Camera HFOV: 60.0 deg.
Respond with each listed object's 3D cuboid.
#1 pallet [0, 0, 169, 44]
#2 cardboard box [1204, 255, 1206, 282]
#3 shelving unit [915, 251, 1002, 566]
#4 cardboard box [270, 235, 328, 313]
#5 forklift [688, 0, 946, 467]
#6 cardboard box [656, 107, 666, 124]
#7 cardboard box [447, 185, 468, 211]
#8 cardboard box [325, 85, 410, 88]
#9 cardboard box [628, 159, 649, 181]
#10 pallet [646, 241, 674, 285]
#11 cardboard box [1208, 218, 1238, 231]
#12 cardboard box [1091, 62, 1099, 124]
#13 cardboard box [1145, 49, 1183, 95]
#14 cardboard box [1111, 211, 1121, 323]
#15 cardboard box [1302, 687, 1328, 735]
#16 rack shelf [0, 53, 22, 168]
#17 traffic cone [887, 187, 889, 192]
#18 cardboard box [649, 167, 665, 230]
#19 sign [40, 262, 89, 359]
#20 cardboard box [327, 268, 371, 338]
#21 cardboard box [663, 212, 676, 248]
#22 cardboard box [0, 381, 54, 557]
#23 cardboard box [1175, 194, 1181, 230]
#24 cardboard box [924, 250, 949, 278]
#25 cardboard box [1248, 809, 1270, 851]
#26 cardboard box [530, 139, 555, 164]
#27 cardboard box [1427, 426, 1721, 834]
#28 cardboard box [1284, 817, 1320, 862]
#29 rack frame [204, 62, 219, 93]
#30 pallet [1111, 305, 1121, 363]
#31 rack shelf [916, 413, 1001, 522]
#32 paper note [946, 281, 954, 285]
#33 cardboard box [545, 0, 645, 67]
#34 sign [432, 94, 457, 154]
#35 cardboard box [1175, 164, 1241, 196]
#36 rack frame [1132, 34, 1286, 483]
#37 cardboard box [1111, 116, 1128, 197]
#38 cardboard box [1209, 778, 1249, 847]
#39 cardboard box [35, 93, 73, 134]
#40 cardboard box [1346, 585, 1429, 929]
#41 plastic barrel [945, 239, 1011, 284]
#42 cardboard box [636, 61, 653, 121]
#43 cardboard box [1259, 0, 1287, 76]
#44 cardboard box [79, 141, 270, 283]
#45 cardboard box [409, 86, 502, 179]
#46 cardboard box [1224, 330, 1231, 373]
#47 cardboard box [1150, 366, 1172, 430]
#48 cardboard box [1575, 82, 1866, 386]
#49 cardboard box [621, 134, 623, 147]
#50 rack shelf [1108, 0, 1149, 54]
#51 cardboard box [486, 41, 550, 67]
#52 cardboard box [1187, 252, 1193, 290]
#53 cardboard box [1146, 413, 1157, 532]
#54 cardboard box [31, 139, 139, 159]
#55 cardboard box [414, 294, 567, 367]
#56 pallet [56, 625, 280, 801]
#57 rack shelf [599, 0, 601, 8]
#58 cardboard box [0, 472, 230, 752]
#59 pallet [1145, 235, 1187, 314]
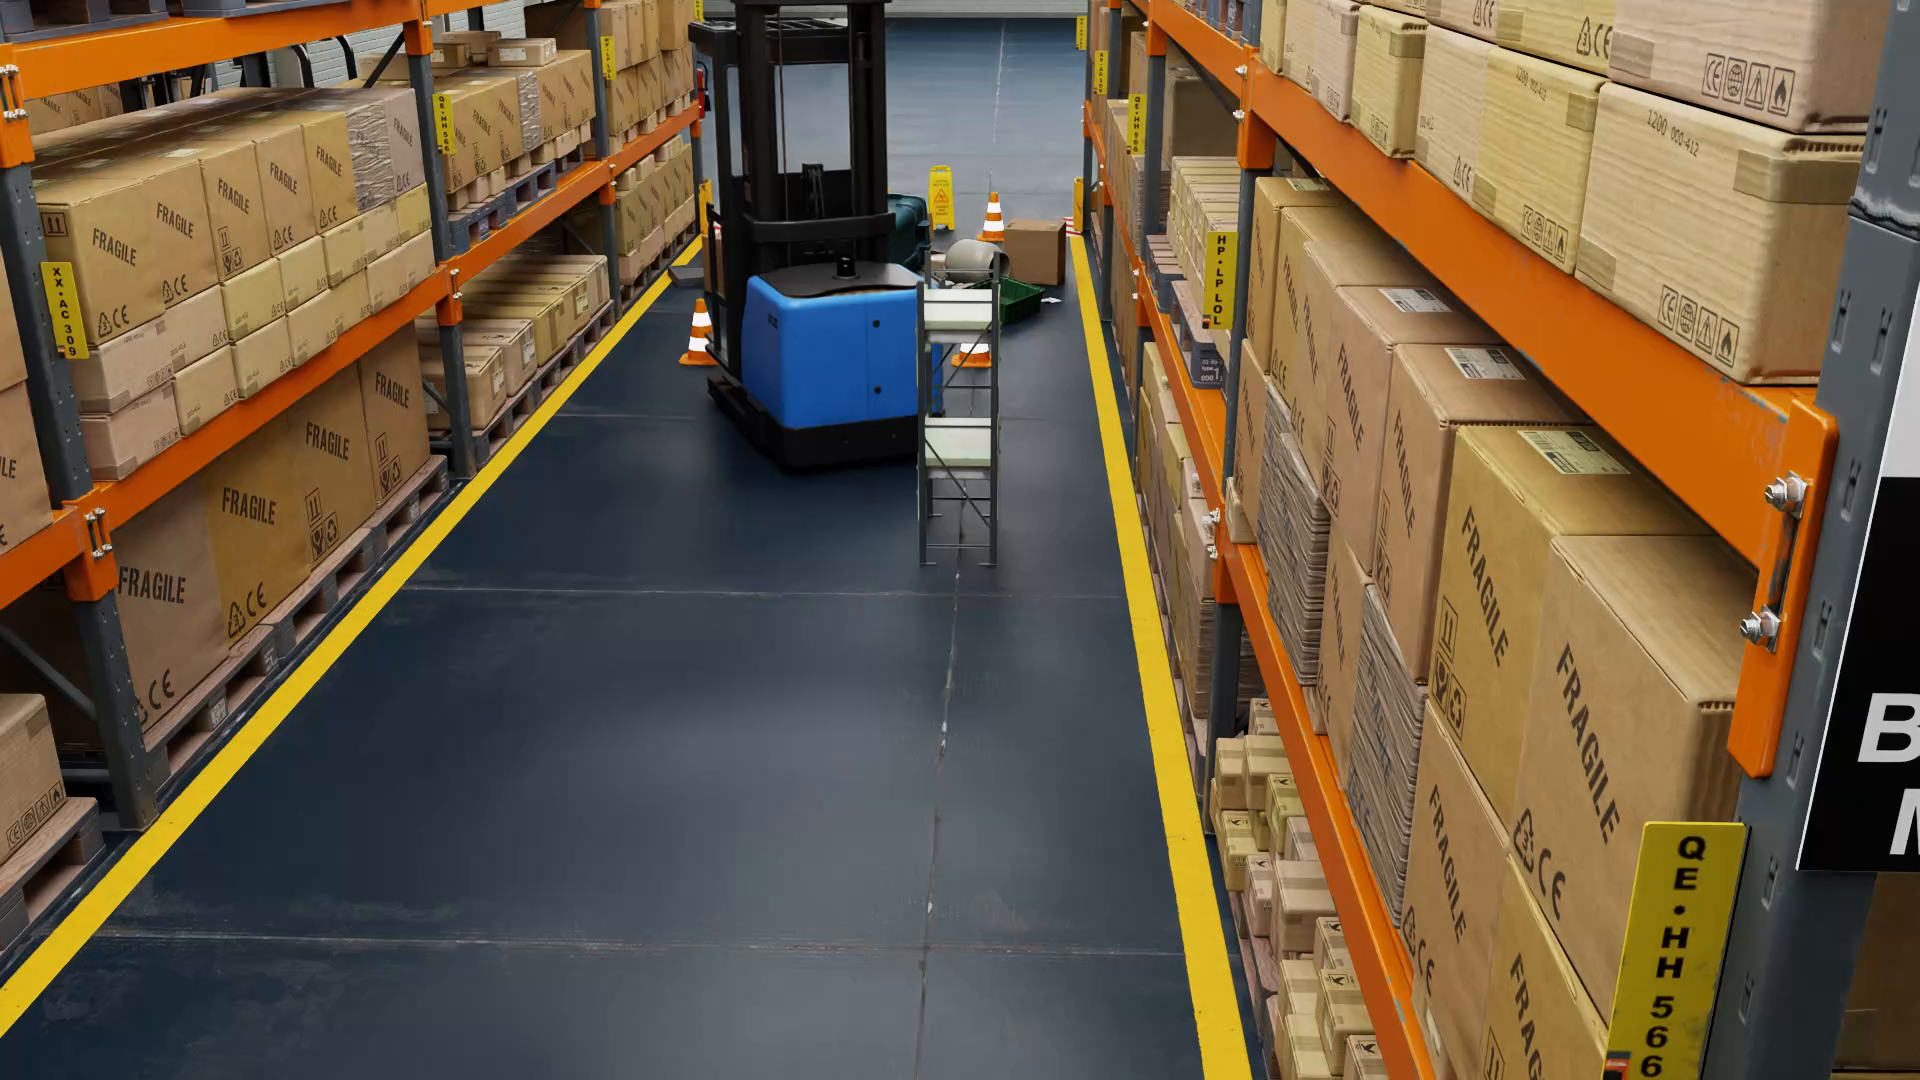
[{"bbox_3d":[-3.560,-1.970,6.076,0.805,0.209,1.217,0,21,-1],"label":"pallet"},{"bbox_3d":[1.263,-1.151,7.203,0.380,0.149,0.250,1,21,2],"label":"cardboard box"},{"bbox_3d":[0.000,-0.702,8.764,0.431,1.500,0.755,1,21,2],"label":"shelving unit"},{"bbox_3d":[-3.200,-1.201,7.495,0.500,0.250,0.500,0,21,0],"label":"cardboard box"},{"bbox_3d":[-1.098,-2.304,10.915,1.130,2.935,3.031,-8,23,-20],"label":"forklift"},{"bbox_3d":[-2.940,-3.949,15.408,0.380,0.149,0.250,0,21,1],"label":"cardboard box"},{"bbox_3d":[-3.179,-2.071,9.986,0.380,0.149,0.250,-1,21,-2],"label":"cardboard box"},{"bbox_3d":[-3.676,-2.510,10.222,0.500,0.500,0.500,0,21,1],"label":"cardboard box"},{"bbox_3d":[-2.930,-3.228,14.488,0.380,0.149,0.250,1,21,4],"label":"cardboard box"},{"bbox_3d":[-3.276,-2.606,15.455,1.003,0.211,1.213,1,21,2],"label":"pallet"},{"bbox_3d":[1.270,-1.285,7.138,0.380,0.149,0.250,0,21,-1],"label":"cardboard box"},{"bbox_3d":[1.674,-4.184,15.459,0.875,0.550,0.550,1,21,2],"label":"cardboard box"},{"bbox_3d":[1.600,-2.985,11.055,0.700,0.500,0.500,0,21,1],"label":"cardboard box"},{"bbox_3d":[1.726,-2.125,12.887,1.050,0.750,0.750,1,21,1],"label":"cardboard box"},{"bbox_3d":[1.085,0.382,4.245,0.380,0.149,0.250,2,21,4],"label":"cardboard box"},{"bbox_3d":[-3.600,-0.668,3.453,1.077,0.370,4.000,1,21,2],"label":"rack shelf"},{"bbox_3d":[-0.778,-3.426,17.218,0.336,0.463,0.334,1,21,2],"label":"traffic cone"},{"bbox_3d":[-2.986,-3.076,14.994,0.500,0.500,0.500,2,21,4],"label":"cardboard box"},{"bbox_3d":[-2.984,-0.763,5.543,0.100,0.325,0.005,1,21,2],"label":"sign"},{"bbox_3d":[-3.204,-1.152,8.059,0.500,0.250,0.500,0,21,1],"label":"cardboard box"},{"bbox_3d":[-2.963,-2.909,15.601,0.500,0.250,0.500,0,21,0],"label":"cardboard box"},{"bbox_3d":[-3.297,-0.205,5.271,0.500,0.500,0.500,1,21,2],"label":"cardboard box"},{"bbox_3d":[1.312,-1.703,8.628,0.380,0.149,0.250,2,21,4],"label":"cardboard box"},{"bbox_3d":[-0.133,-2.570,15.286,0.396,0.266,0.258,4,22,11],"label":"cardboard box"},{"bbox_3d":[1.163,0.904,5.501,0.380,0.149,0.250,1,21,2],"label":"cardboard box"},{"bbox_3d":[-3.081,-2.742,11.715,0.380,0.149,0.250,1,21,2],"label":"cardboard box"},{"bbox_3d":[1.071,0.133,2.608,0.500,0.500,0.500,0,21,0],"label":"cardboard box"},{"bbox_3d":[1.183,0.953,4.964,0.380,0.149,0.250,0,21,0],"label":"cardboard box"},{"bbox_3d":[-8.135,-4.721,17.048,1.000,3.000,0.127,1,21,2],"label":"rack frame"},{"bbox_3d":[1.707,-1.623,12.921,1.003,0.211,1.213,1,21,2],"label":"pallet"},{"bbox_3d":[0.000,-0.398,8.882,0.431,0.370,0.720,1,21,2],"label":"rack shelf"},{"bbox_3d":[-0.132,-2.326,14.993,0.172,0.023,0.155,8,23,20],"label":"paper note"},{"bbox_3d":[-3.028,-4.214,13.810,0.700,0.500,0.500,1,21,2],"label":"cardboard box"},{"bbox_3d":[-2.862,-2.310,9.234,0.100,0.325,0.005,1,21,2],"label":"sign"},{"bbox_3d":[1.321,-1.851,8.596,0.380,0.149,0.250,0,21,0],"label":"cardboard box"},{"bbox_3d":[1.534,-1.757,9.410,1.000,3.000,0.127,1,21,2],"label":"rack frame"},{"bbox_3d":[1.338,-2.699,11.700,0.500,0.500,0.500,1,21,1],"label":"cardboard box"},{"bbox_3d":[1.080,0.951,5.792,0.380,0.149,0.250,0,21,-1],"label":"cardboard box"},{"bbox_3d":[-7.983,-3.667,14.195,0.500,0.500,0.500,1,21,3],"label":"cardboard box"},{"bbox_3d":[1.073,0.416,3.262,0.500,0.500,0.500,1,21,2],"label":"cardboard box"},{"bbox_3d":[0.157,-2.429,14.704,0.512,0.421,0.421,18,27,38],"label":"plastic barrel"},{"bbox_3d":[-2.983,-3.925,14.450,0.500,0.500,0.500,0,21,1],"label":"cardboard box"},{"bbox_3d":[1.134,-1.475,4.743,0.500,0.250,0.500,2,21,4],"label":"cardboard box"},{"bbox_3d":[-3.232,-1.363,6.874,0.500,0.500,0.500,0,21,0],"label":"cardboard box"},{"bbox_3d":[-3.163,-2.504,10.207,0.500,0.500,0.500,2,21,4],"label":"cardboard box"},{"bbox_3d":[1.243,-0.719,6.502,0.380,0.149,0.250,1,21,1],"label":"cardboard box"},{"bbox_3d":[1.255,-0.707,8.542,0.500,0.250,0.500,0,21,1],"label":"cardboard box"},{"bbox_3d":[1.040,-0.360,1.871,0.500,0.250,0.500,0,21,0],"label":"cardboard box"},{"bbox_3d":[-3.009,-3.306,13.750,0.380,0.149,0.250,1,21,3],"label":"cardboard box"},{"bbox_3d":[1.595,-3.543,10.861,1.077,0.370,4.000,1,21,2],"label":"rack shelf"},{"bbox_3d":[-3.077,-3.386,11.583,0.380,0.149,0.250,0,21,-1],"label":"cardboard box"},{"bbox_3d":[1.290,-1.287,7.967,0.380,0.149,0.250,1,21,3],"label":"cardboard box"},{"bbox_3d":[1.245,-0.352,8.666,0.500,0.500,0.500,1,21,2],"label":"cardboard box"},{"bbox_3d":[-3.733,-1.376,6.907,0.500,0.500,0.500,1,21,3],"label":"cardboard box"},{"bbox_3d":[-3.347,-1.491,11.776,0.950,0.372,0.625,1,21,3],"label":"cardboard box"},{"bbox_3d":[-3.591,0.692,6.954,1.003,0.211,1.213,1,21,2],"label":"pallet"},{"bbox_3d":[-3.235,-5.007,14.635,1.077,0.370,4.000,1,21,2],"label":"rack shelf"},{"bbox_3d":[-3.600,0.241,6.617,0.875,0.875,0.875,1,21,3],"label":"cardboard box"},{"bbox_3d":[1.619,-1.409,8.777,1.213,0.211,1.003,1,21,2],"label":"pallet"}]
